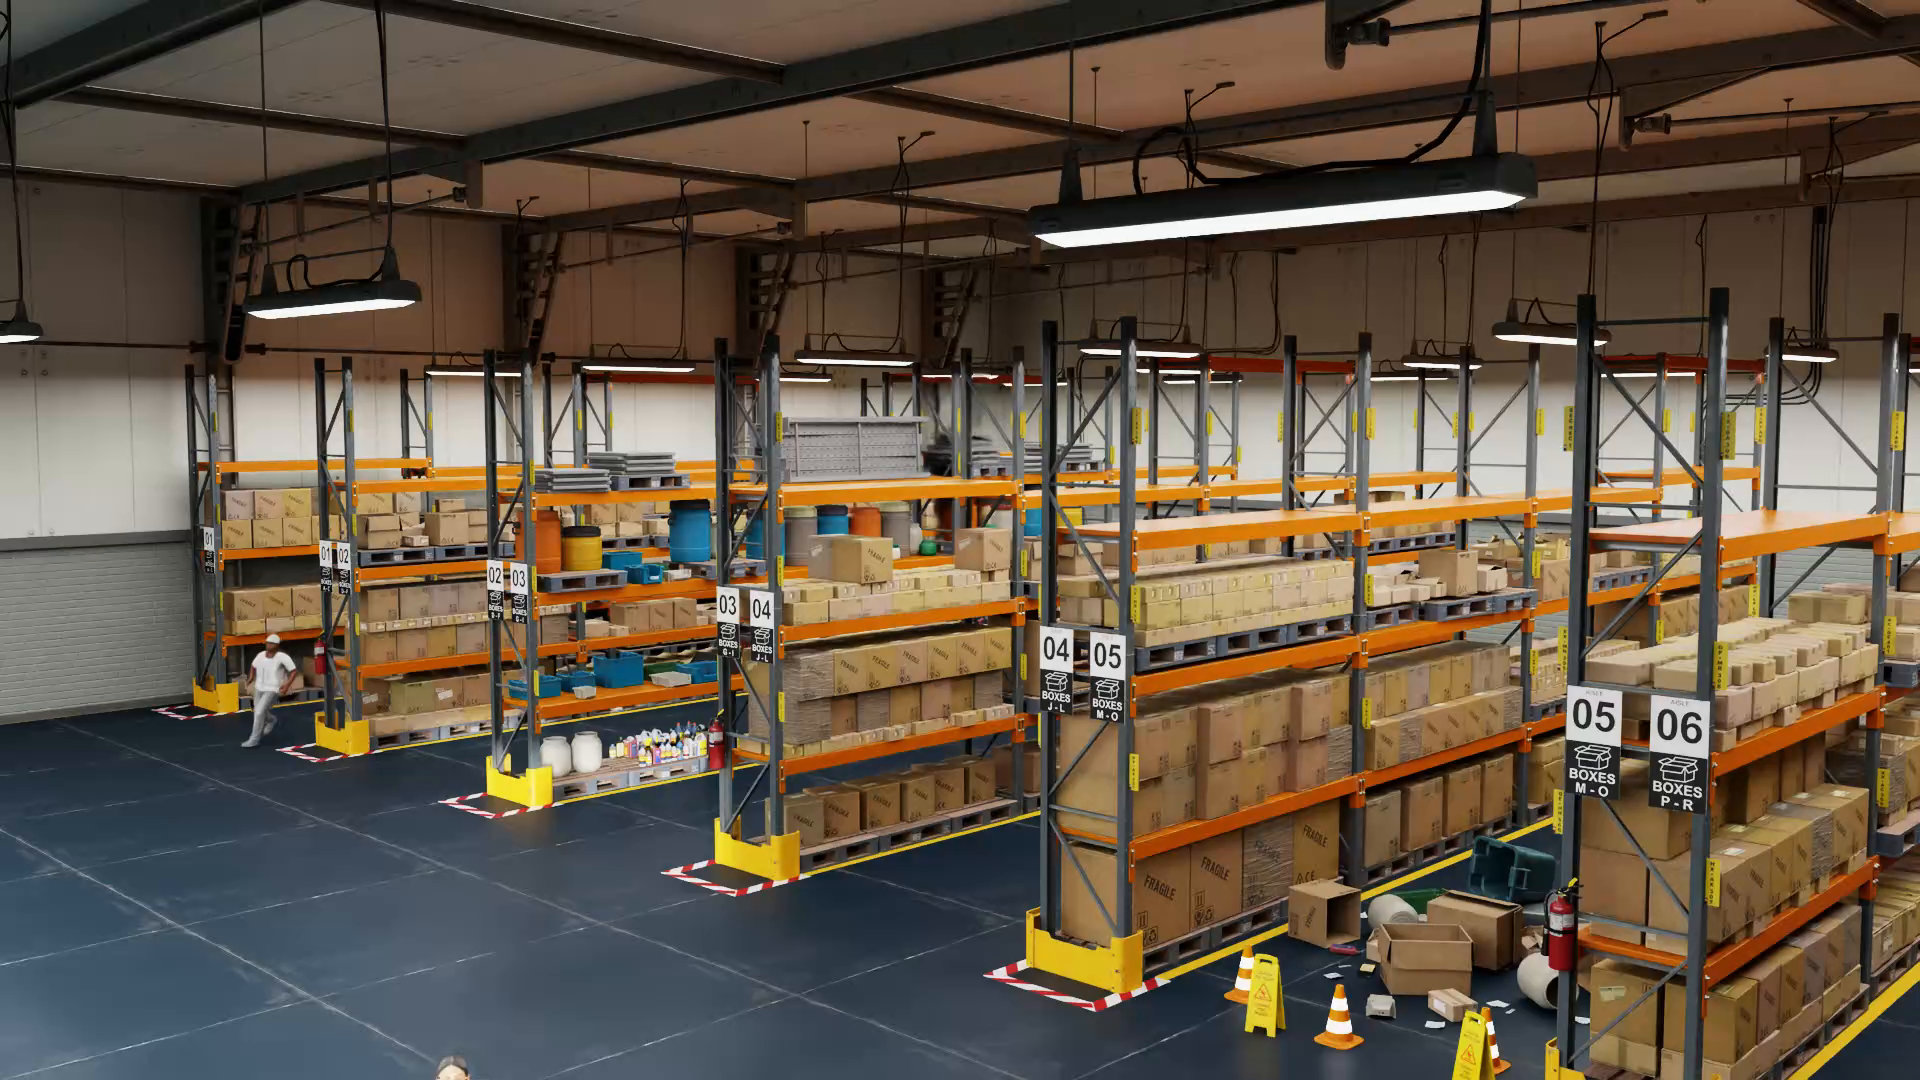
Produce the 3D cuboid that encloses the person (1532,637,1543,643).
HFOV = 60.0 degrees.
[{"bbox_3d":[9.041,2.347,25.920,0.895,1.708,0.584,-4,6,-43],"label":"person"}]

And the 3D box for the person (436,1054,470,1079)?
[{"bbox_3d":[-2.757,3.634,9.074,0.594,1.671,0.877,-1,5,-18],"label":"person"}]

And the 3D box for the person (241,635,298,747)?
[{"bbox_3d":[-10.744,2.324,25.878,0.763,1.718,0.859,1,5,14],"label":"person"}]
